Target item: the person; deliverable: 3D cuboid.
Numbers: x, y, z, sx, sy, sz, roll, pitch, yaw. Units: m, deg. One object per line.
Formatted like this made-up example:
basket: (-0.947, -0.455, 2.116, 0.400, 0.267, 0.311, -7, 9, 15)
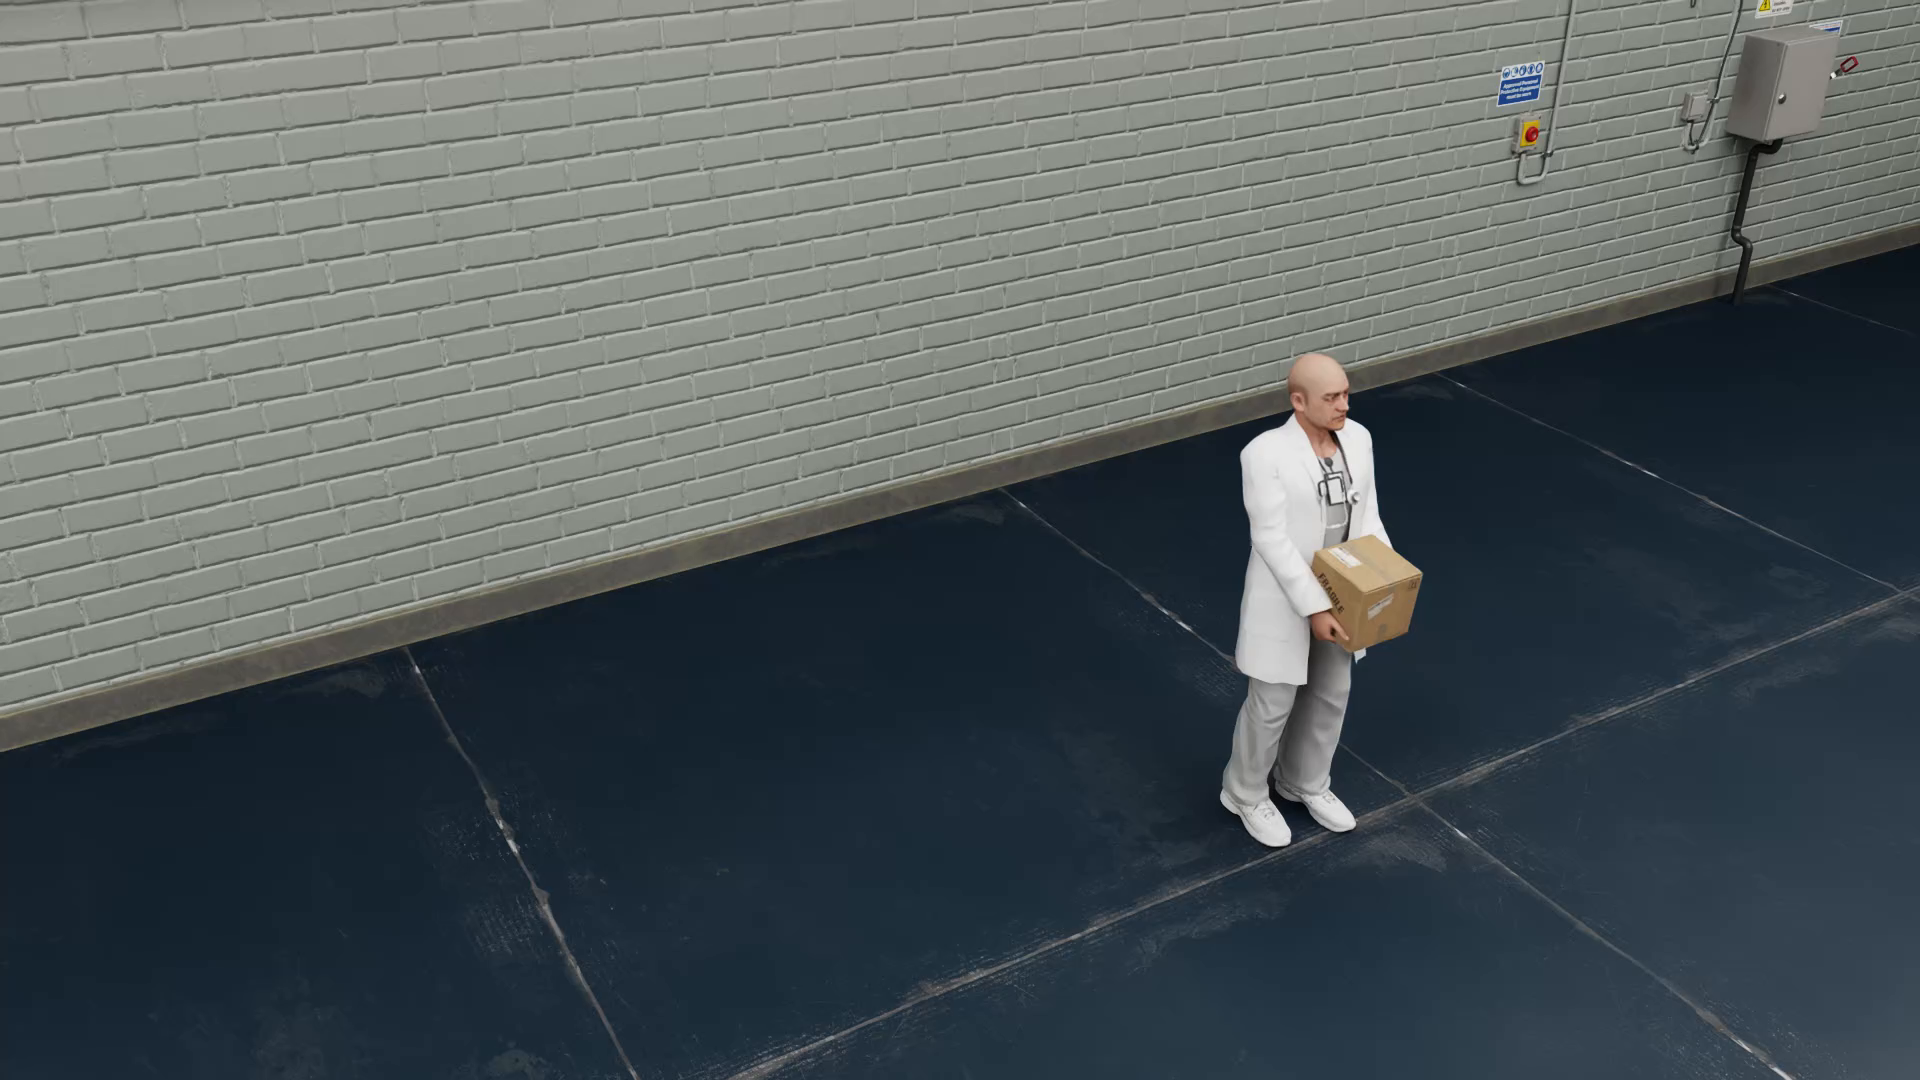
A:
person: (1.210, 0.207, 5.763, 0.651, 1.773, 0.428, -18, 33, -29)
